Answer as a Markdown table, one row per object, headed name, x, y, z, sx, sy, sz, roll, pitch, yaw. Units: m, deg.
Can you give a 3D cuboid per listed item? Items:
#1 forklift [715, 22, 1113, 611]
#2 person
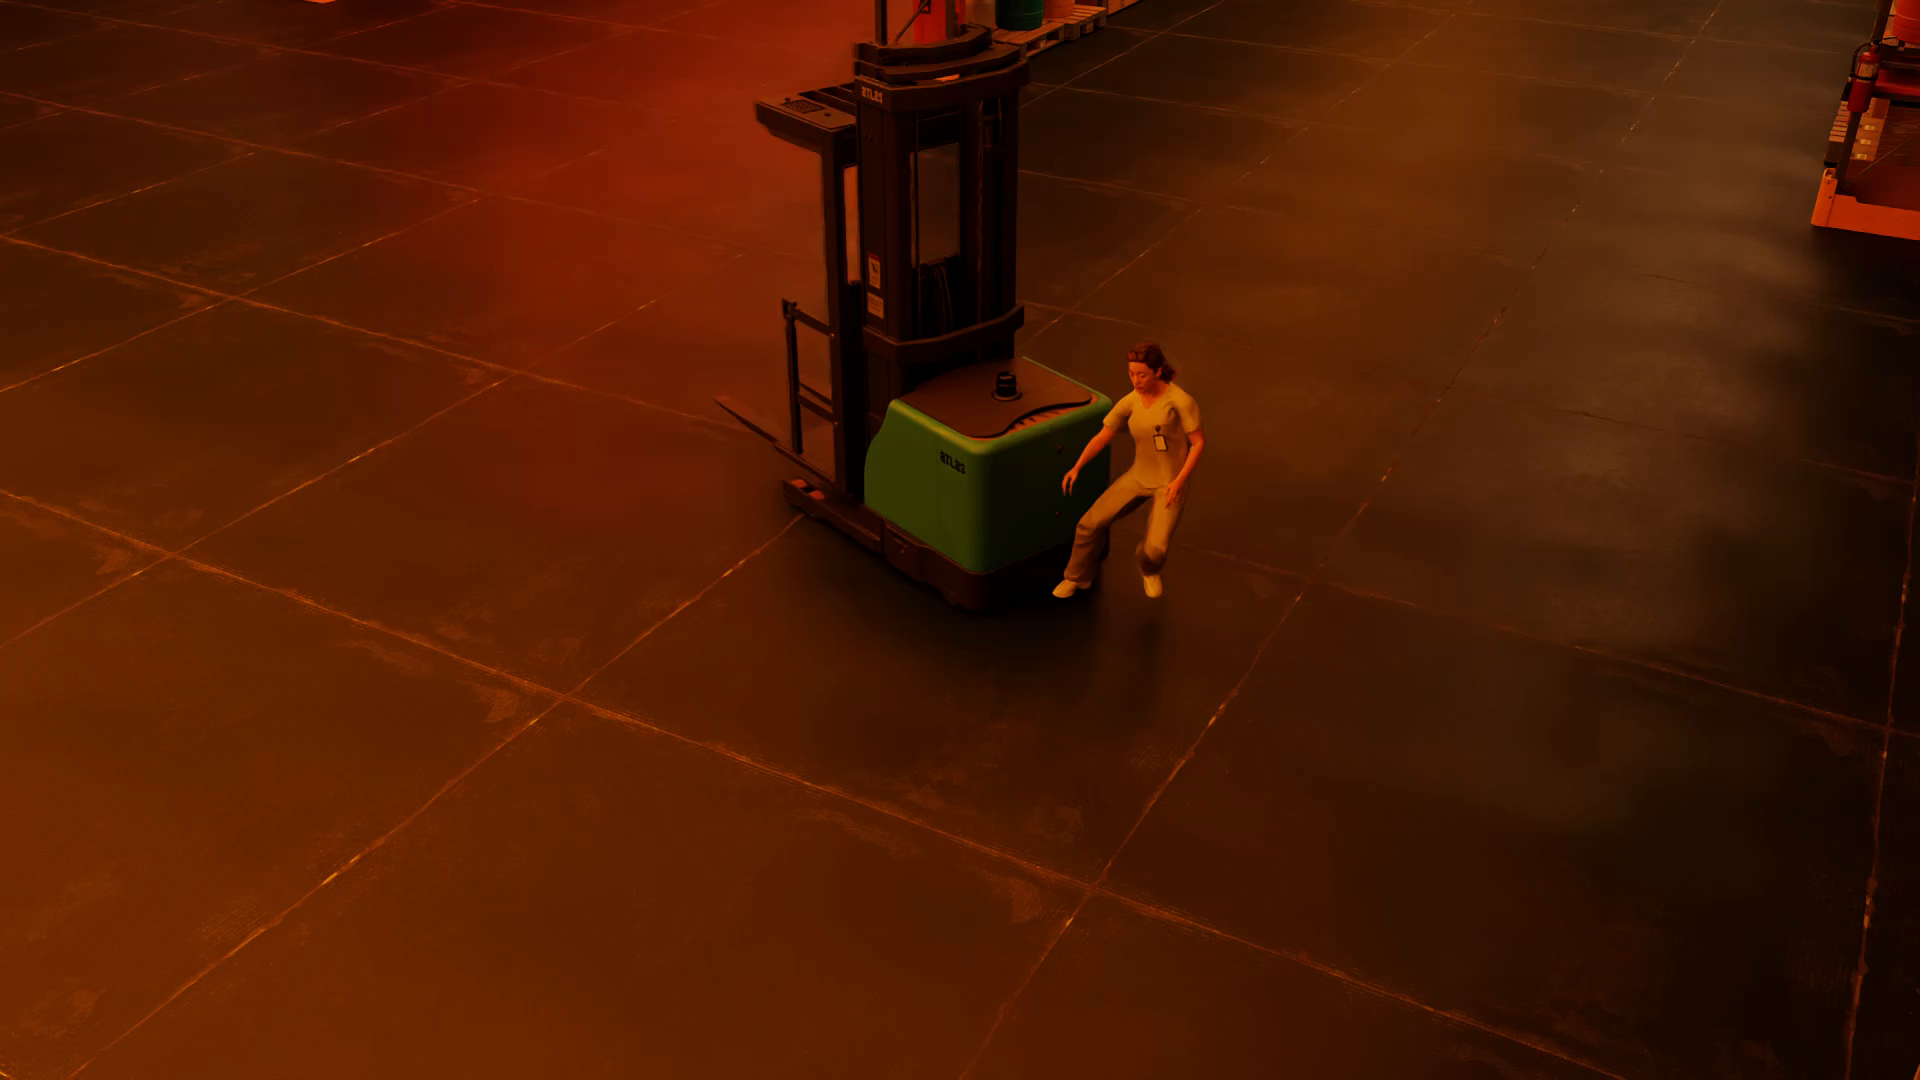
| name | x | y | z | sx | sy | sz | roll | pitch | yaw |
| --- | --- | --- | --- | --- | --- | --- | --- | --- | --- |
| forklift | -0.445 | -1.546 | 9.750 | 1.130 | 2.935 | 3.031 | -22 | 37 | -33 |
| person | 0.926 | -0.312 | 9.014 | 0.706 | 1.526 | 0.668 | 22 | 36 | 33 |
